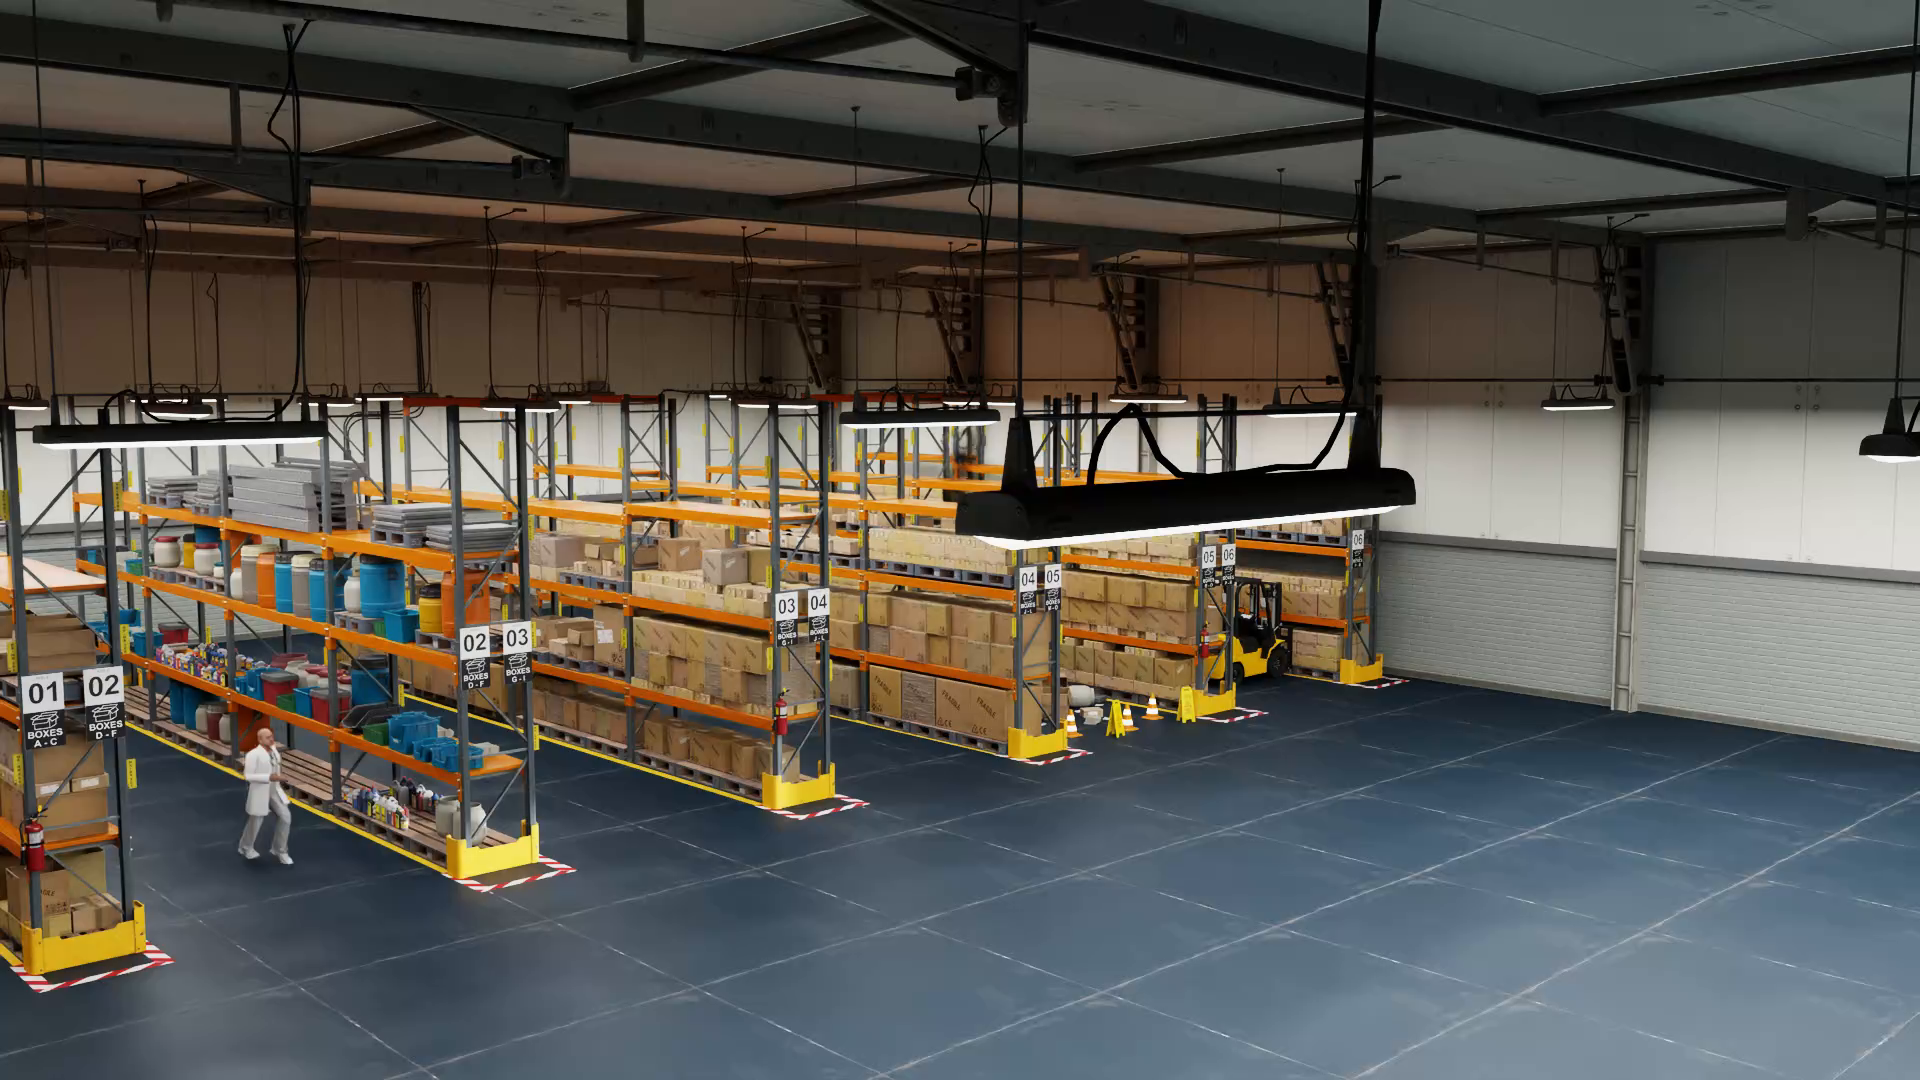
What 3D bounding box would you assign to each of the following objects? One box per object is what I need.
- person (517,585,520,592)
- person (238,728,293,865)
[{"bbox_3d":[-10.008,1.805,37.795,0.972,1.770,0.706,5,8,44],"label":"person"},{"bbox_3d":[-9.091,3.357,21.710,0.908,1.835,0.640,3,6,28],"label":"person"}]
